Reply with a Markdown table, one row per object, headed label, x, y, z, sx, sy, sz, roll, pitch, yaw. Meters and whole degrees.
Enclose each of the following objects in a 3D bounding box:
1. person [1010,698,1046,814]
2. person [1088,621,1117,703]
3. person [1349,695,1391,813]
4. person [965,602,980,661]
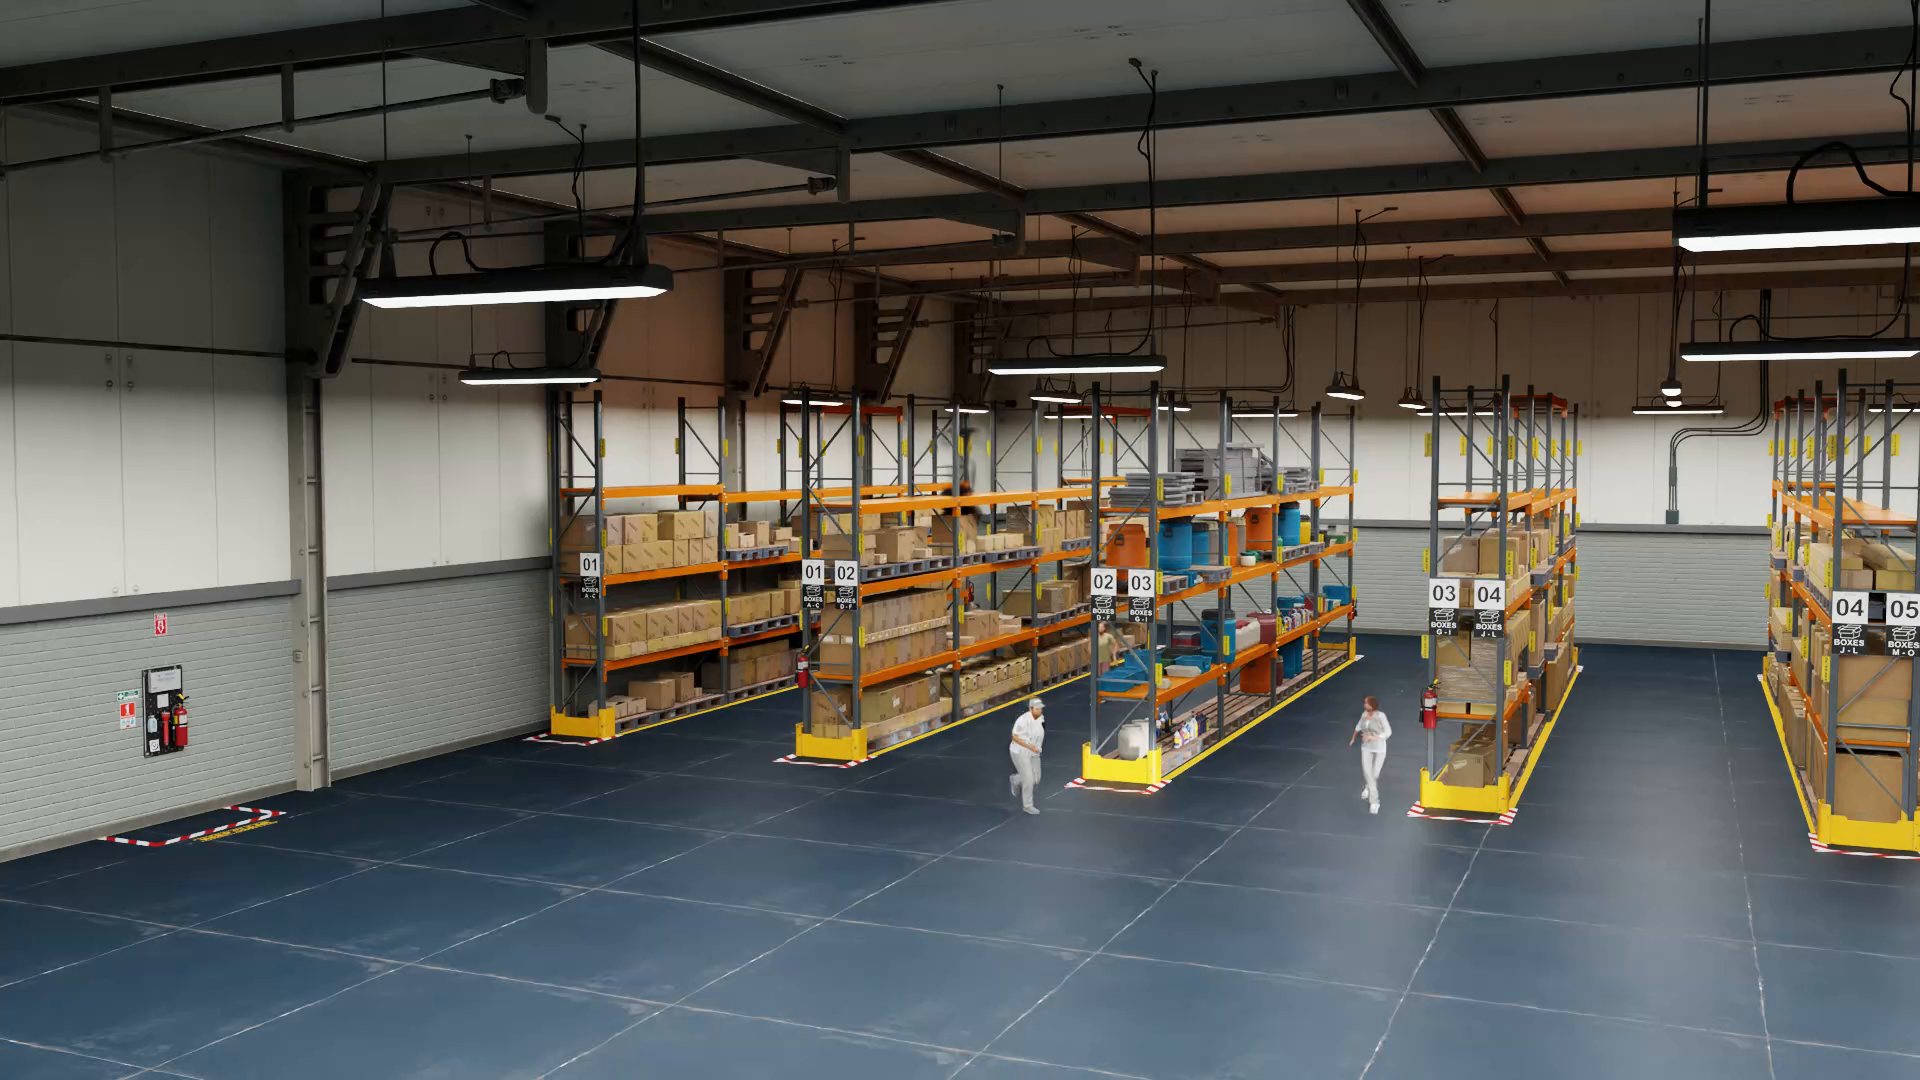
| label | x | y | z | sx | sy | sz | roll | pitch | yaw |
| --- | --- | --- | --- | --- | --- | --- | --- | --- | --- |
| person | 0.905 | 2.954 | 22.885 | 0.571 | 1.612 | 0.759 | -2 | 4 | -36 |
| person | 2.778 | 2.389 | 32.546 | 0.561 | 1.624 | 0.621 | 1 | 3 | 12 |
| person | 5.696 | 2.953 | 23.135 | 0.632 | 1.600 | 0.686 | 2 | 4 | 30 |
| person | 0.304 | 2.172 | 36.196 | 0.625 | 1.654 | 0.704 | 1 | 3 | 20 |
